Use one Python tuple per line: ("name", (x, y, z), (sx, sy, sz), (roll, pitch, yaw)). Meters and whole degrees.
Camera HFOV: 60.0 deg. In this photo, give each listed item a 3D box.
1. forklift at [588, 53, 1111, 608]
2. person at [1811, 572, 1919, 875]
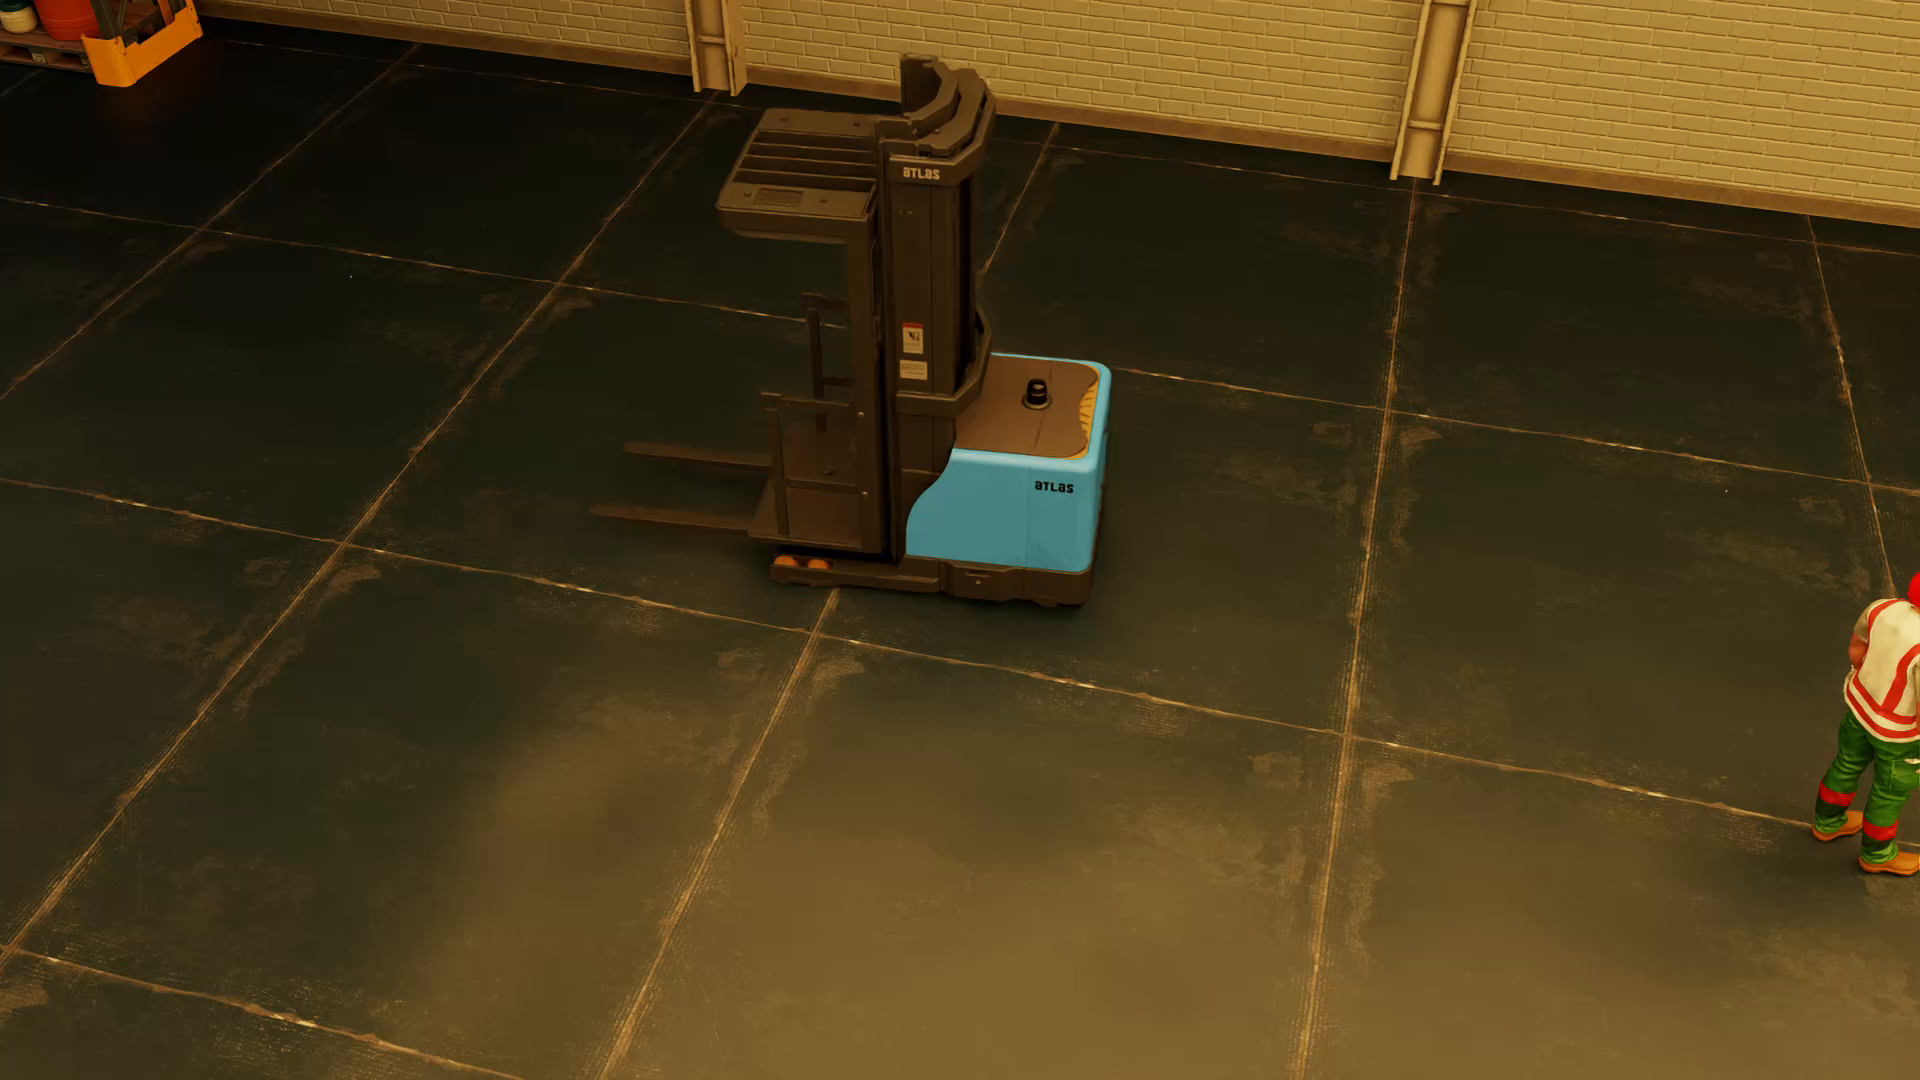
("forklift", (-0.675, -1.163, 9.188), (3.031, 2.935, 1.130), (6, 42, 7))
("person", (4.426, 0.810, 7.794), (0.564, 1.787, 0.638), (-7, 42, -8))
